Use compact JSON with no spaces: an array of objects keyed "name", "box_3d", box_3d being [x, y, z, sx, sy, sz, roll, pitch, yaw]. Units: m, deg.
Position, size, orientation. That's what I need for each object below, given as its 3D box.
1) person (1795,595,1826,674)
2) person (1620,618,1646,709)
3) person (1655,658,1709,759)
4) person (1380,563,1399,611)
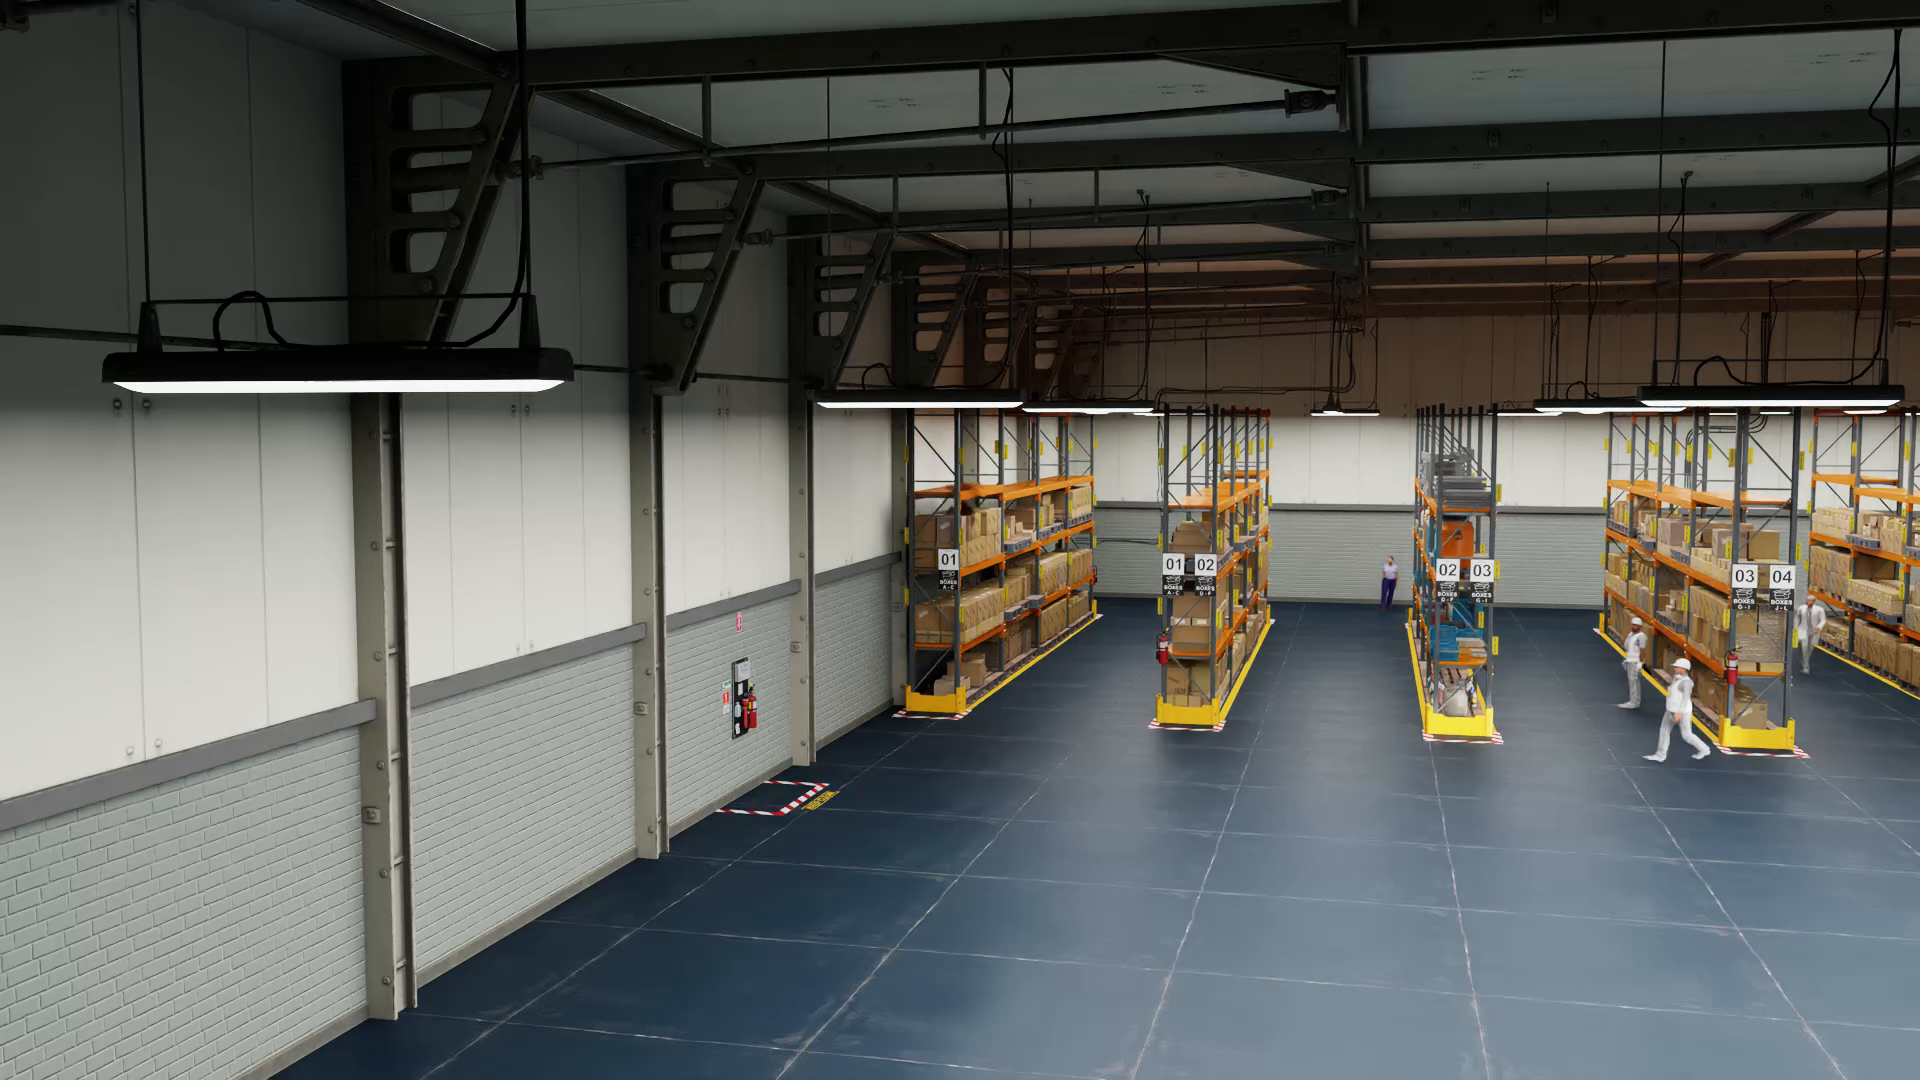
[{"name":"person","box_3d":[19.308,2.146,37.769,0.558,1.814,0.935,1,4,14]},{"name":"person","box_3d":[13.350,2.429,33.004,0.465,1.786,0.583,1,4,18]},{"name":"person","box_3d":[12.049,2.814,27.679,0.818,1.689,0.530,-1,4,-10]},{"name":"person","box_3d":[12.846,1.396,49.789,0.534,1.468,0.408,0,4,4]}]
